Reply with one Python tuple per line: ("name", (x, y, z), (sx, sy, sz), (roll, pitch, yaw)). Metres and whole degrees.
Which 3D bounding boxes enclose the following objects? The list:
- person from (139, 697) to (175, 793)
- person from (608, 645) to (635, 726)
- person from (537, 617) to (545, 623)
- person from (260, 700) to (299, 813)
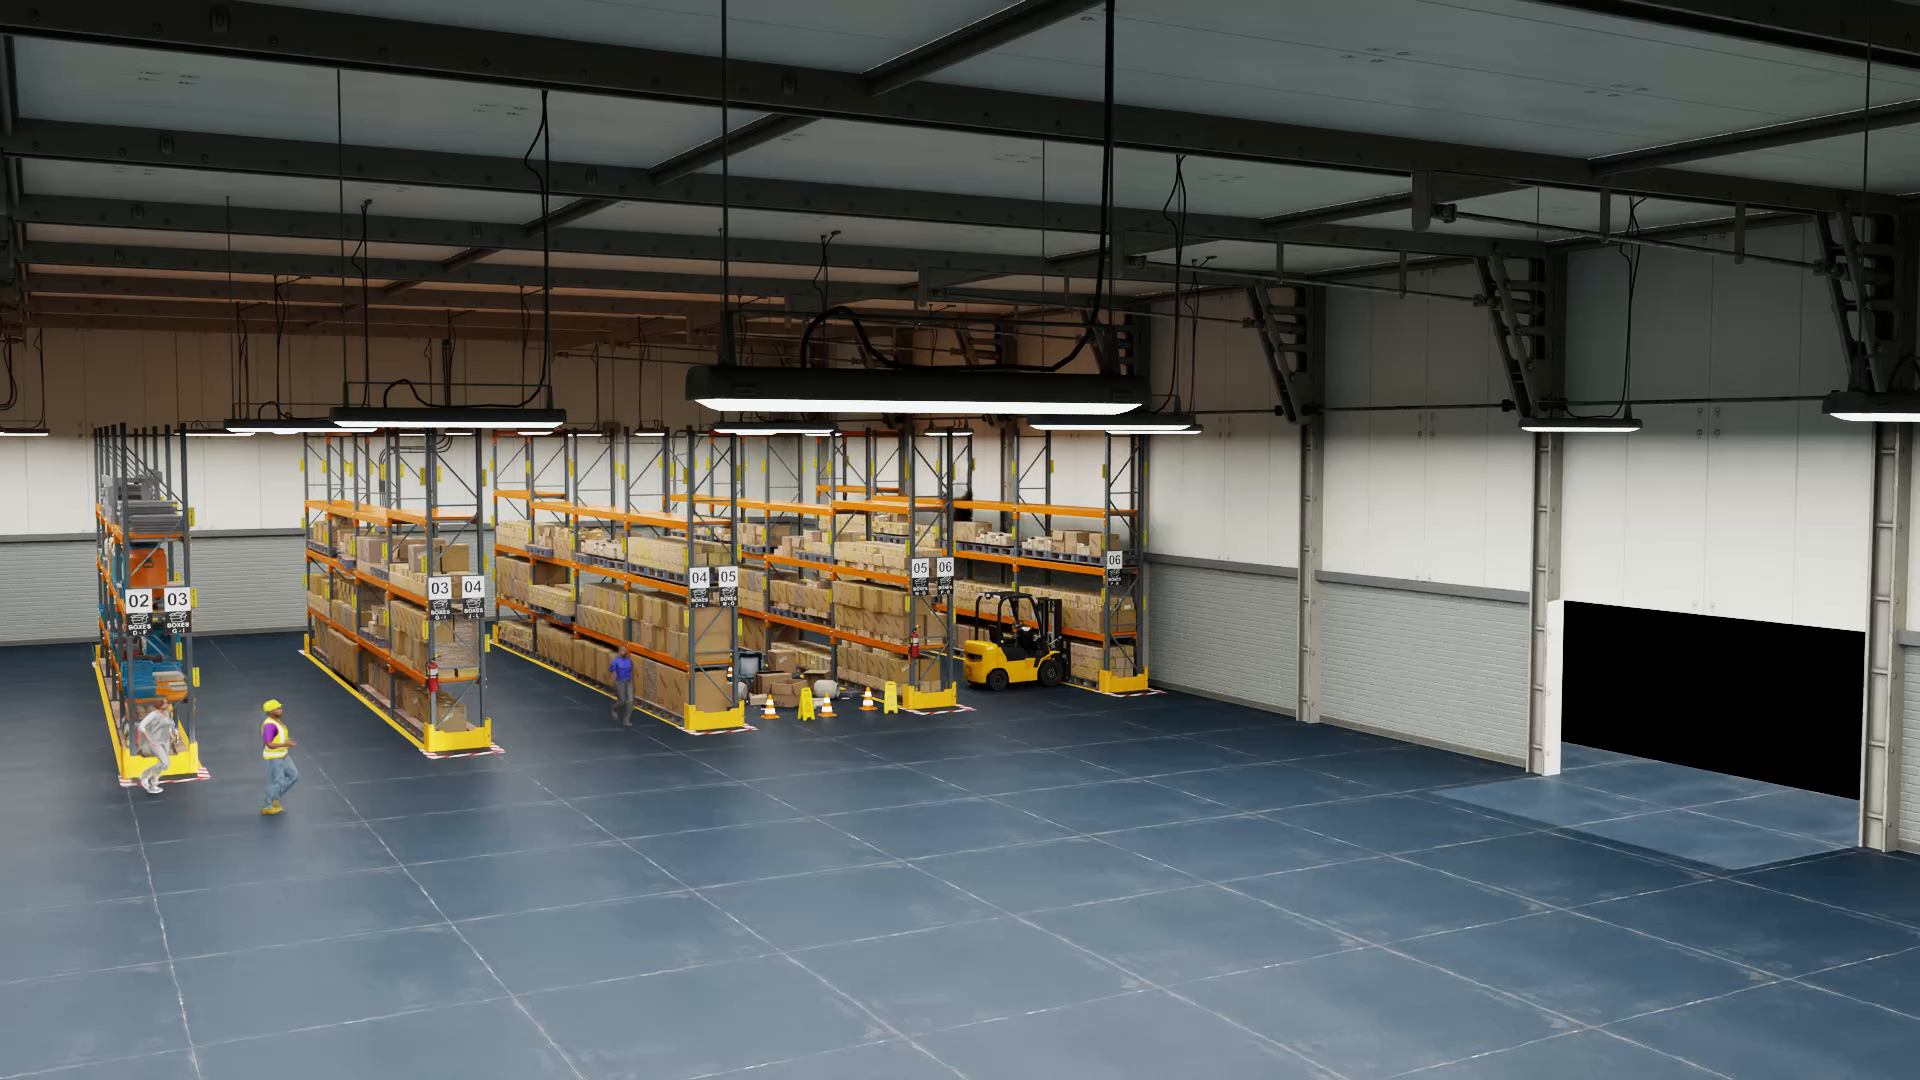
("person", (-12.999, 3.315, 26.959), (0.492, 1.554, 0.576), (0, 3, 7))
("person", (-6.735, 2.910, 33.276), (0.566, 1.588, 0.598), (-3, 4, -38))
("person", (-12.277, 1.911, 48.290), (0.664, 1.720, 0.704), (1, 4, 18))
("person", (-10.379, 3.309, 25.389), (0.626, 1.750, 0.680), (0, 3, -7))
